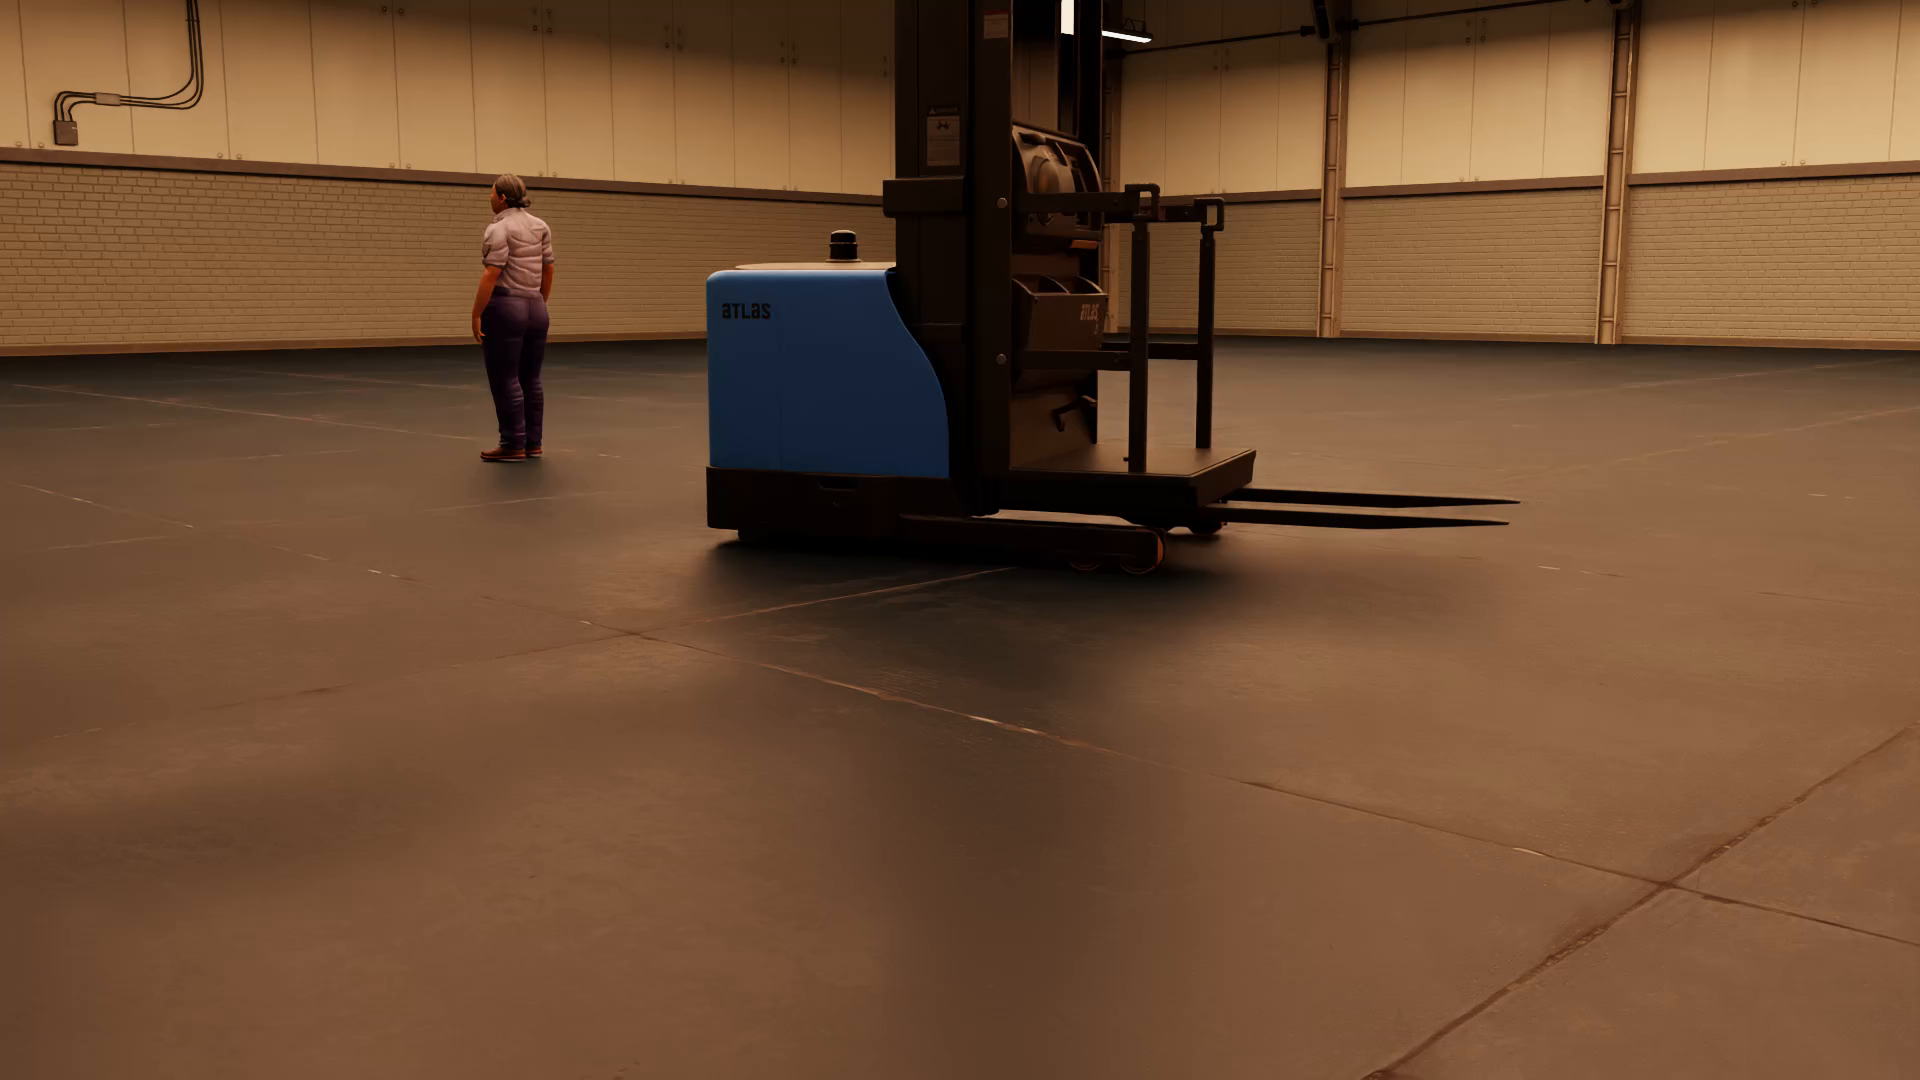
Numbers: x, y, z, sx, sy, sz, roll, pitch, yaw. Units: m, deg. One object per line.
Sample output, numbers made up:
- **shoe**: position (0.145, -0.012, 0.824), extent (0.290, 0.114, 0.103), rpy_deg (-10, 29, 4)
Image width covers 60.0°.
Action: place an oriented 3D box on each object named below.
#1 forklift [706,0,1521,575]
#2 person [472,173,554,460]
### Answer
- **forklift**: position (0.565, -1.416, 6.275), extent (3.031, 2.935, 1.130), rpy_deg (3, 9, 22)
- **person**: position (-2.670, -1.296, 9.740), extent (0.502, 1.651, 0.597), rpy_deg (5, 10, 29)
